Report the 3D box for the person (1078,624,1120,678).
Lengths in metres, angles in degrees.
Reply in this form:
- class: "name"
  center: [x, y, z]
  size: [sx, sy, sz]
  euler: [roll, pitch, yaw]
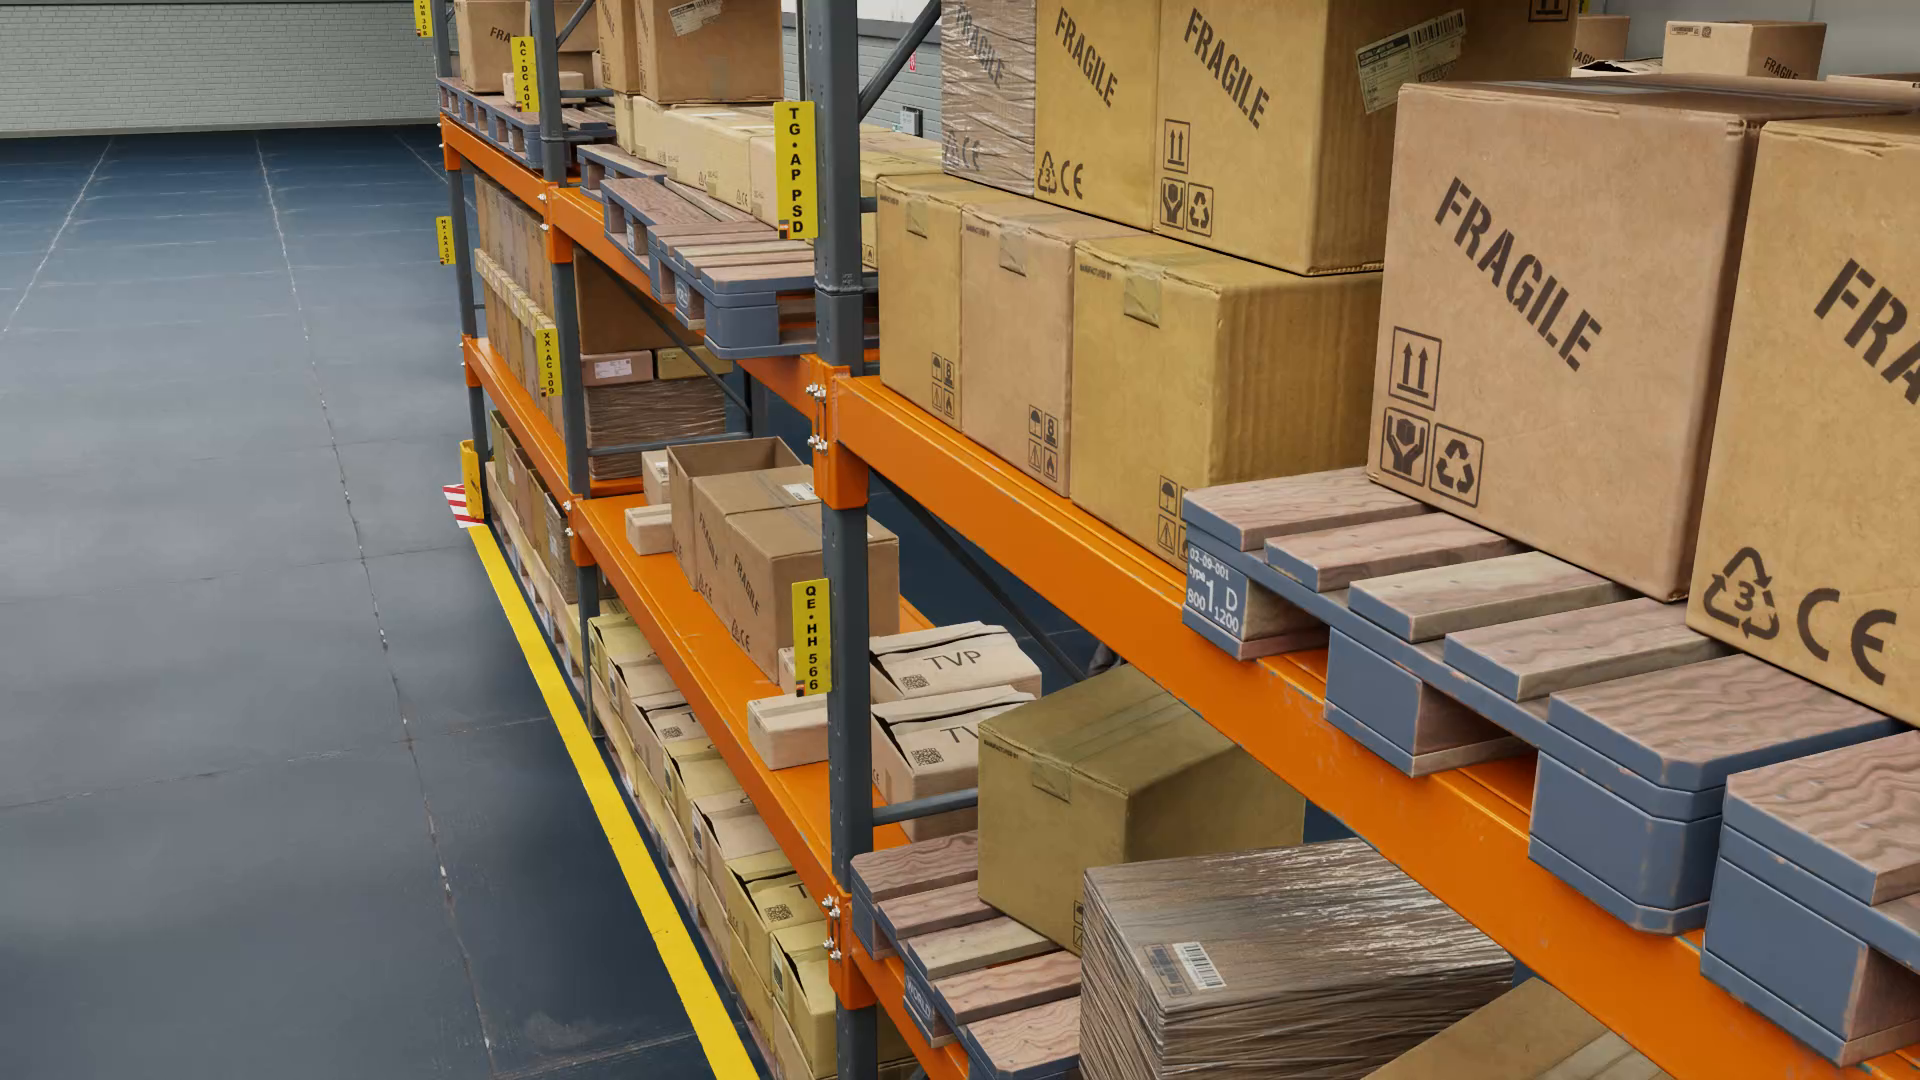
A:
- class: "person"
  center: [0.897, 0.365, 8.997]
  size: [0.767, 0.966, 0.454]
  euler: [-8, 21, -22]
